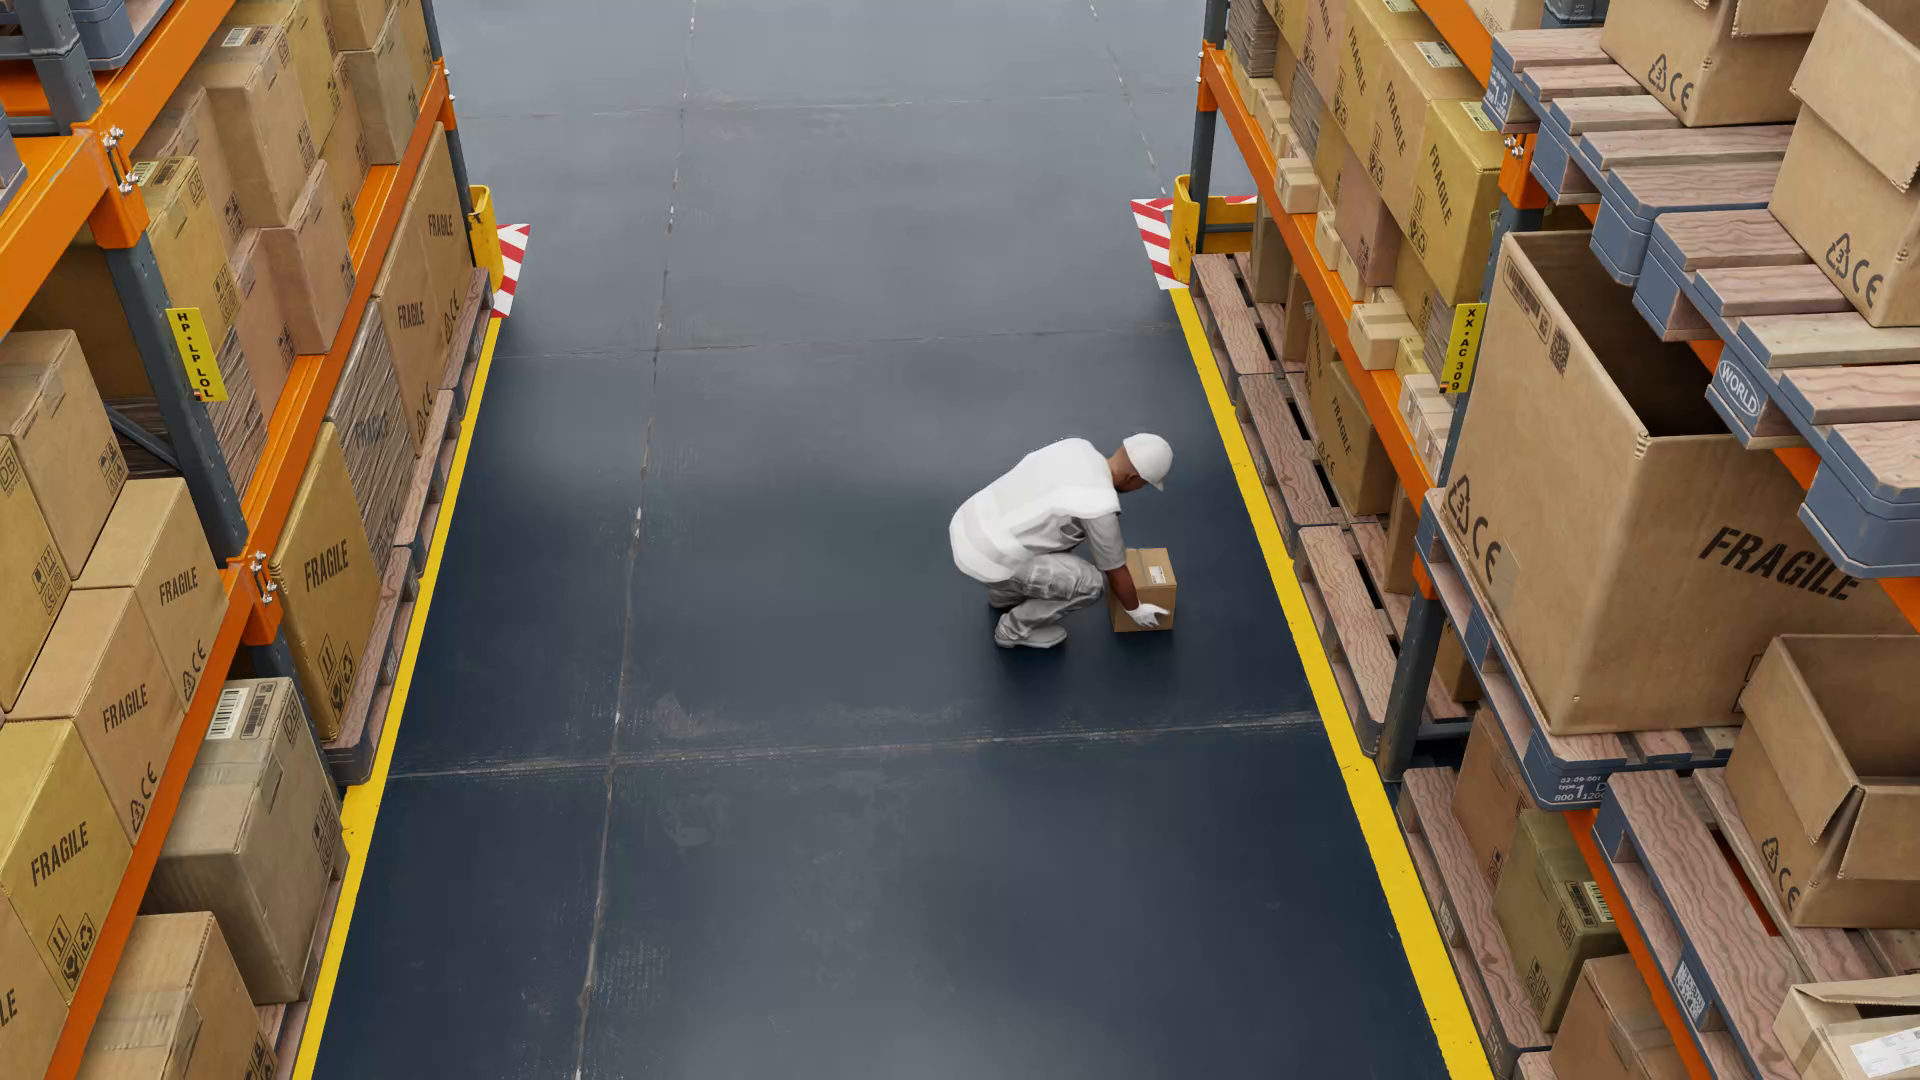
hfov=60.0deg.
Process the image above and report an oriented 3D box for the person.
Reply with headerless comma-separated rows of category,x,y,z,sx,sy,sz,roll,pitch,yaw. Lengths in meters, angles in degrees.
person,0.414,-0.026,6.893,0.911,0.885,0.578,-3,39,-4
